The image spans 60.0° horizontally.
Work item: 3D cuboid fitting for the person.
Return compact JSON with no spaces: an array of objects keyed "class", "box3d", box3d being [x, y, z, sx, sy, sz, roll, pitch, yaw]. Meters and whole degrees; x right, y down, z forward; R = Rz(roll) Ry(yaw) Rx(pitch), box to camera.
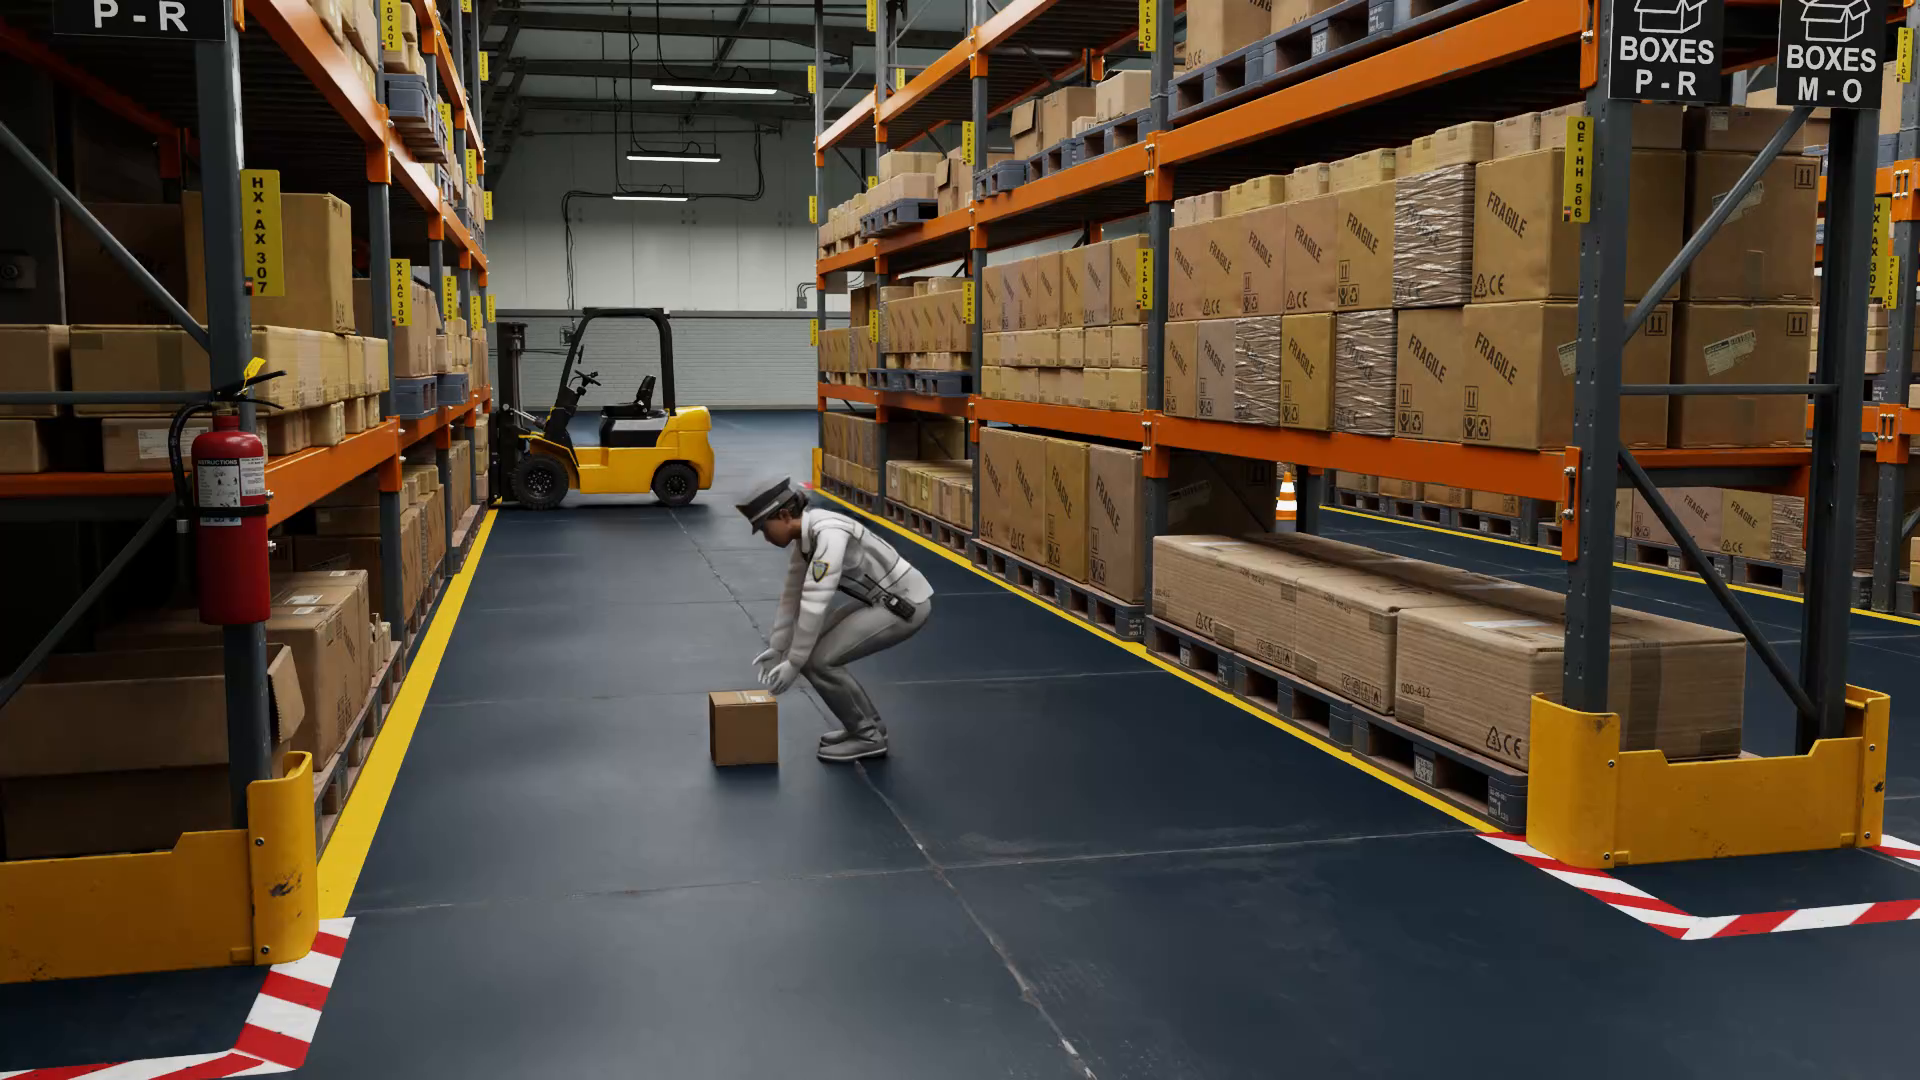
[{"class":"person","box3d":[-0.519,0.360,6.734,0.831,1.052,0.501,-2,6,-14]}]
